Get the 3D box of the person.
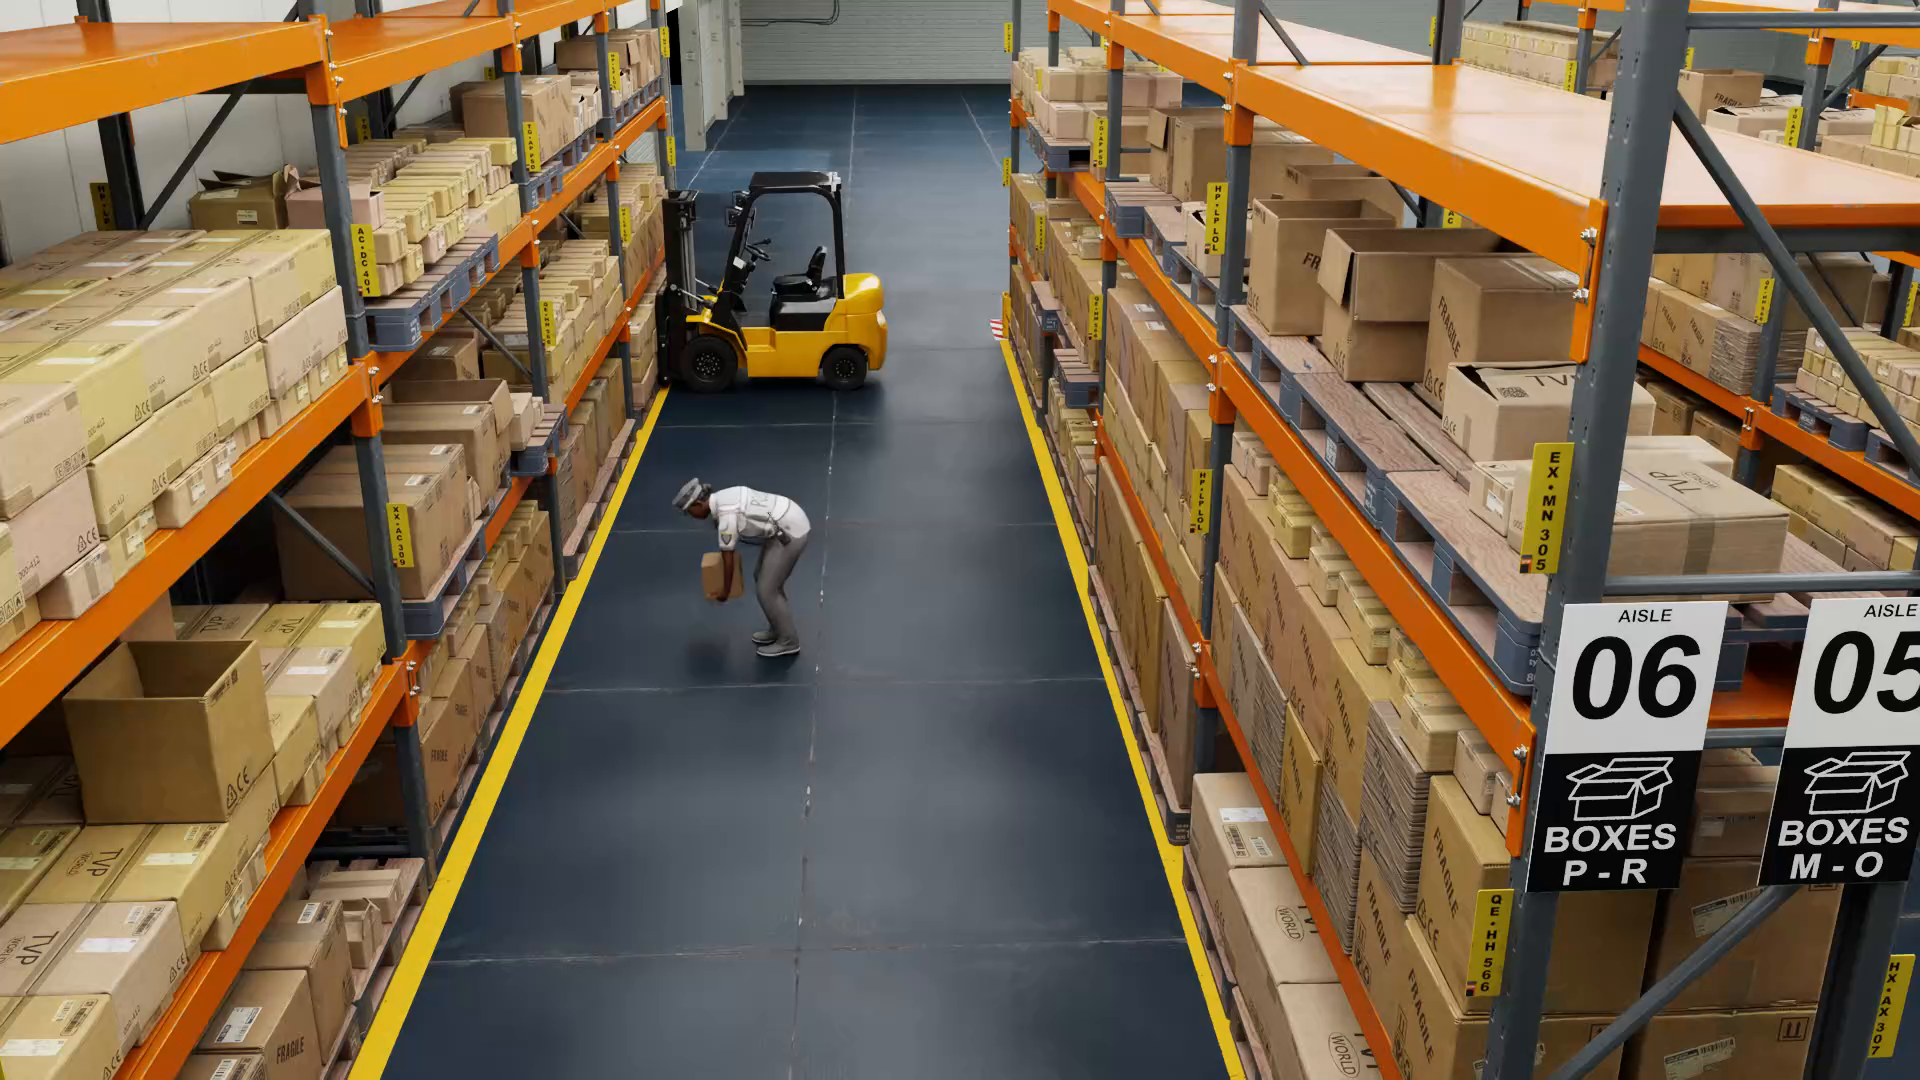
[{"bbox_3d":[-1.467,0.172,11.247,0.917,1.230,0.412,-2,21,-5],"label":"person"}]
